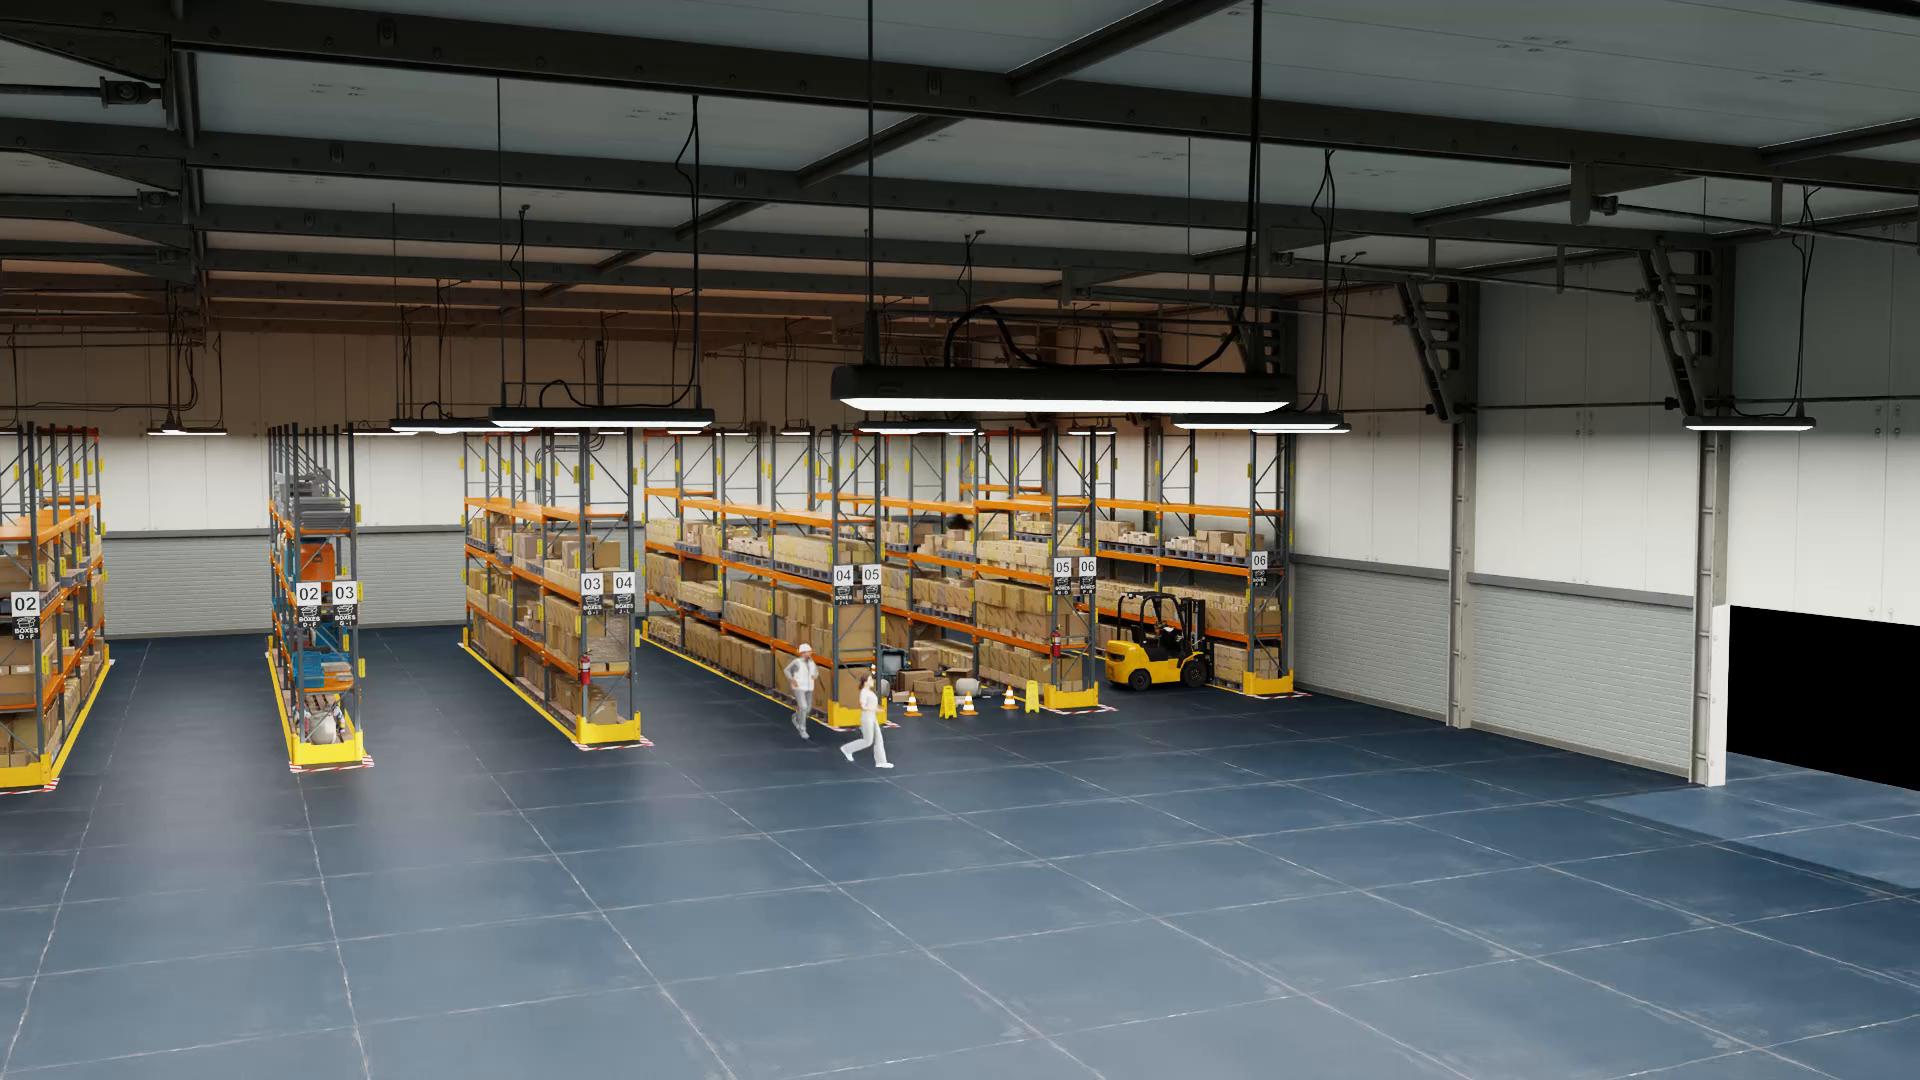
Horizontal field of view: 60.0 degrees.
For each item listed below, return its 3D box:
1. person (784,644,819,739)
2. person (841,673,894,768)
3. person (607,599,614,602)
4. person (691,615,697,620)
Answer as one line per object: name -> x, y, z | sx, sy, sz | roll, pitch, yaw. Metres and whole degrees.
person -> -3.007, 2.891, 32.152 | 0.671, 1.762, 0.945 | -3, 5, -43
person -> -1.600, 3.124, 28.783 | 0.924, 1.645, 0.570 | 1, 4, 9
person -> -10.348, 2.024, 47.573 | 0.740, 1.599, 0.813 | 2, 4, 27
person -> -7.751, 1.829, 49.584 | 0.775, 1.836, 0.662 | -1, 4, -23
